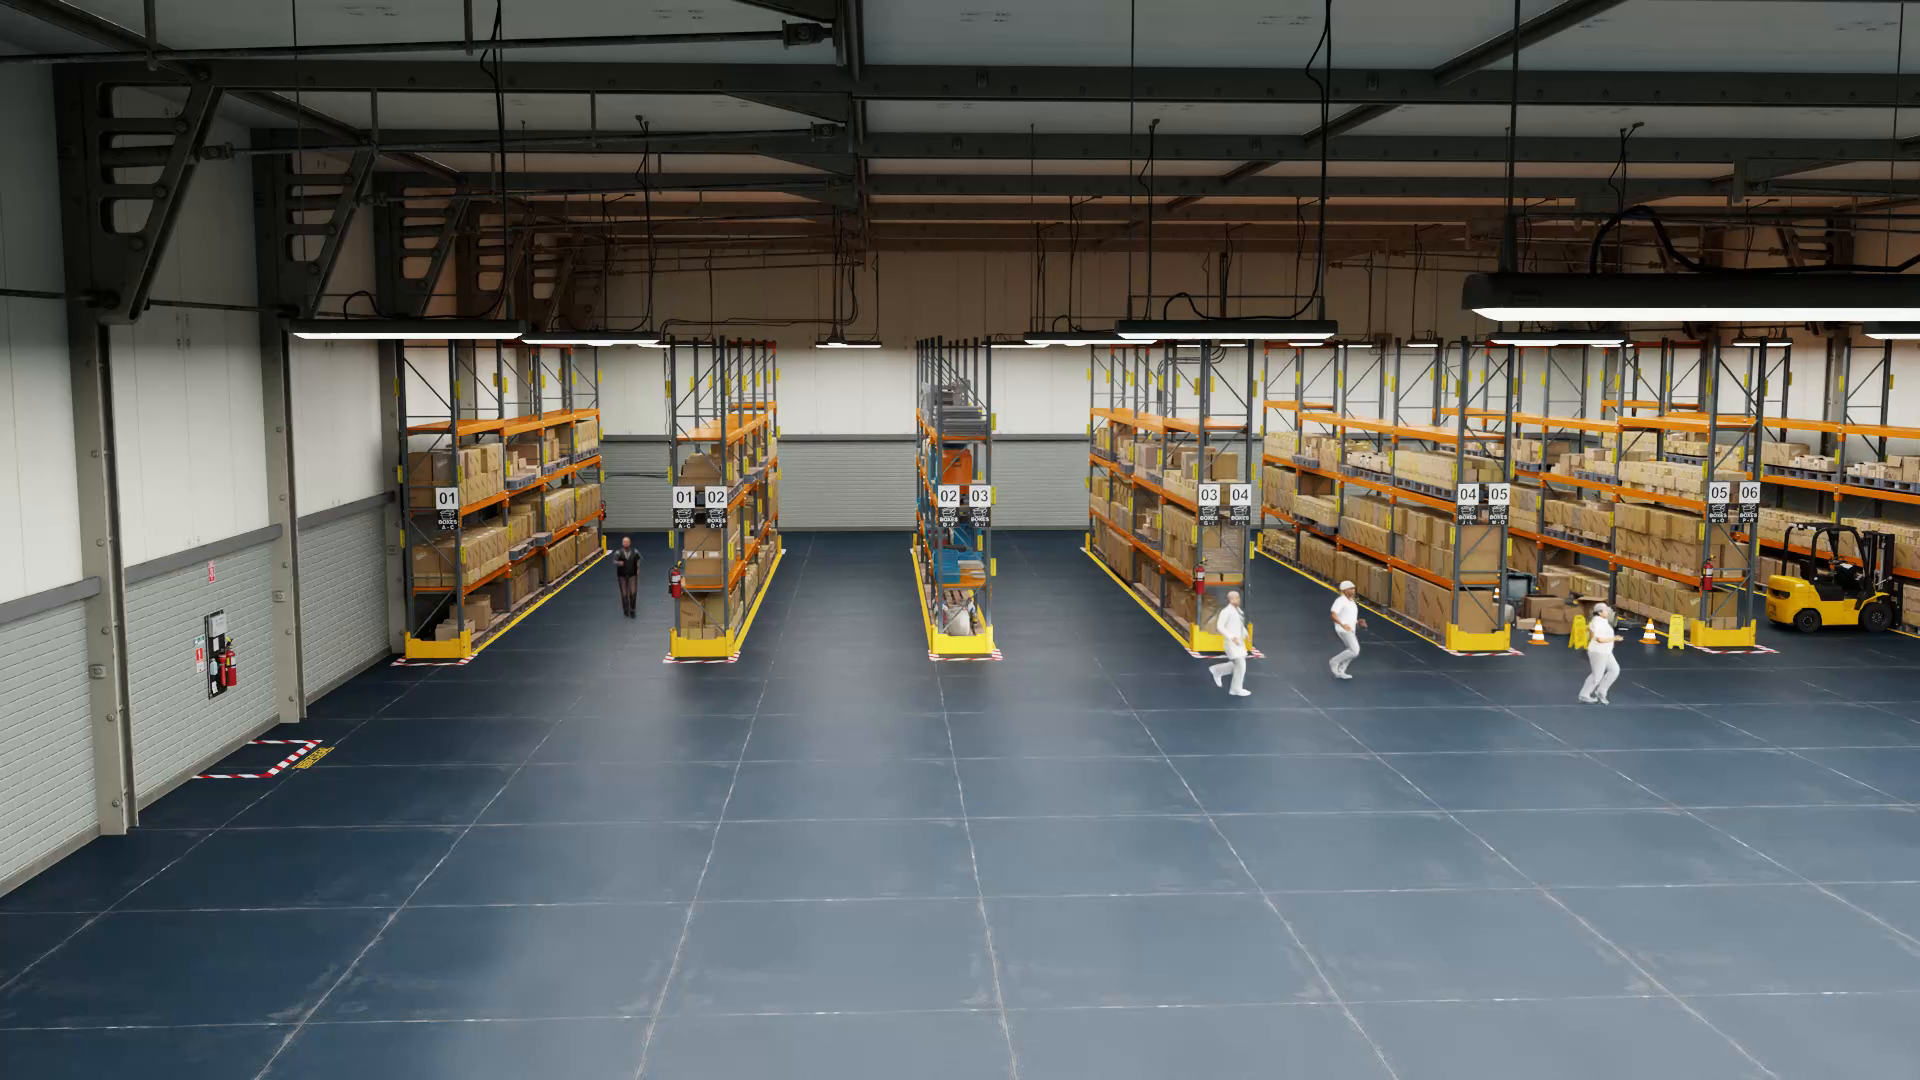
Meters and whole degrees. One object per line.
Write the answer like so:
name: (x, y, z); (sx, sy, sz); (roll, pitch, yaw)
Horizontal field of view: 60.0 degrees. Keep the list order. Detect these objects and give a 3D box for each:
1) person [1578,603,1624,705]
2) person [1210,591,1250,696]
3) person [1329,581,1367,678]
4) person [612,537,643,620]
person: (10.402, 1.856, 26.939); (0.661, 1.695, 0.586); (4, 7, 29)
person: (4.503, 1.711, 27.740); (0.774, 1.733, 0.752); (4, 8, 32)
person: (6.770, 1.568, 29.042); (0.571, 1.720, 0.676); (4, 7, 30)
person: (-7.129, 0.825, 35.682); (0.637, 1.763, 0.711); (-1, 7, -10)
